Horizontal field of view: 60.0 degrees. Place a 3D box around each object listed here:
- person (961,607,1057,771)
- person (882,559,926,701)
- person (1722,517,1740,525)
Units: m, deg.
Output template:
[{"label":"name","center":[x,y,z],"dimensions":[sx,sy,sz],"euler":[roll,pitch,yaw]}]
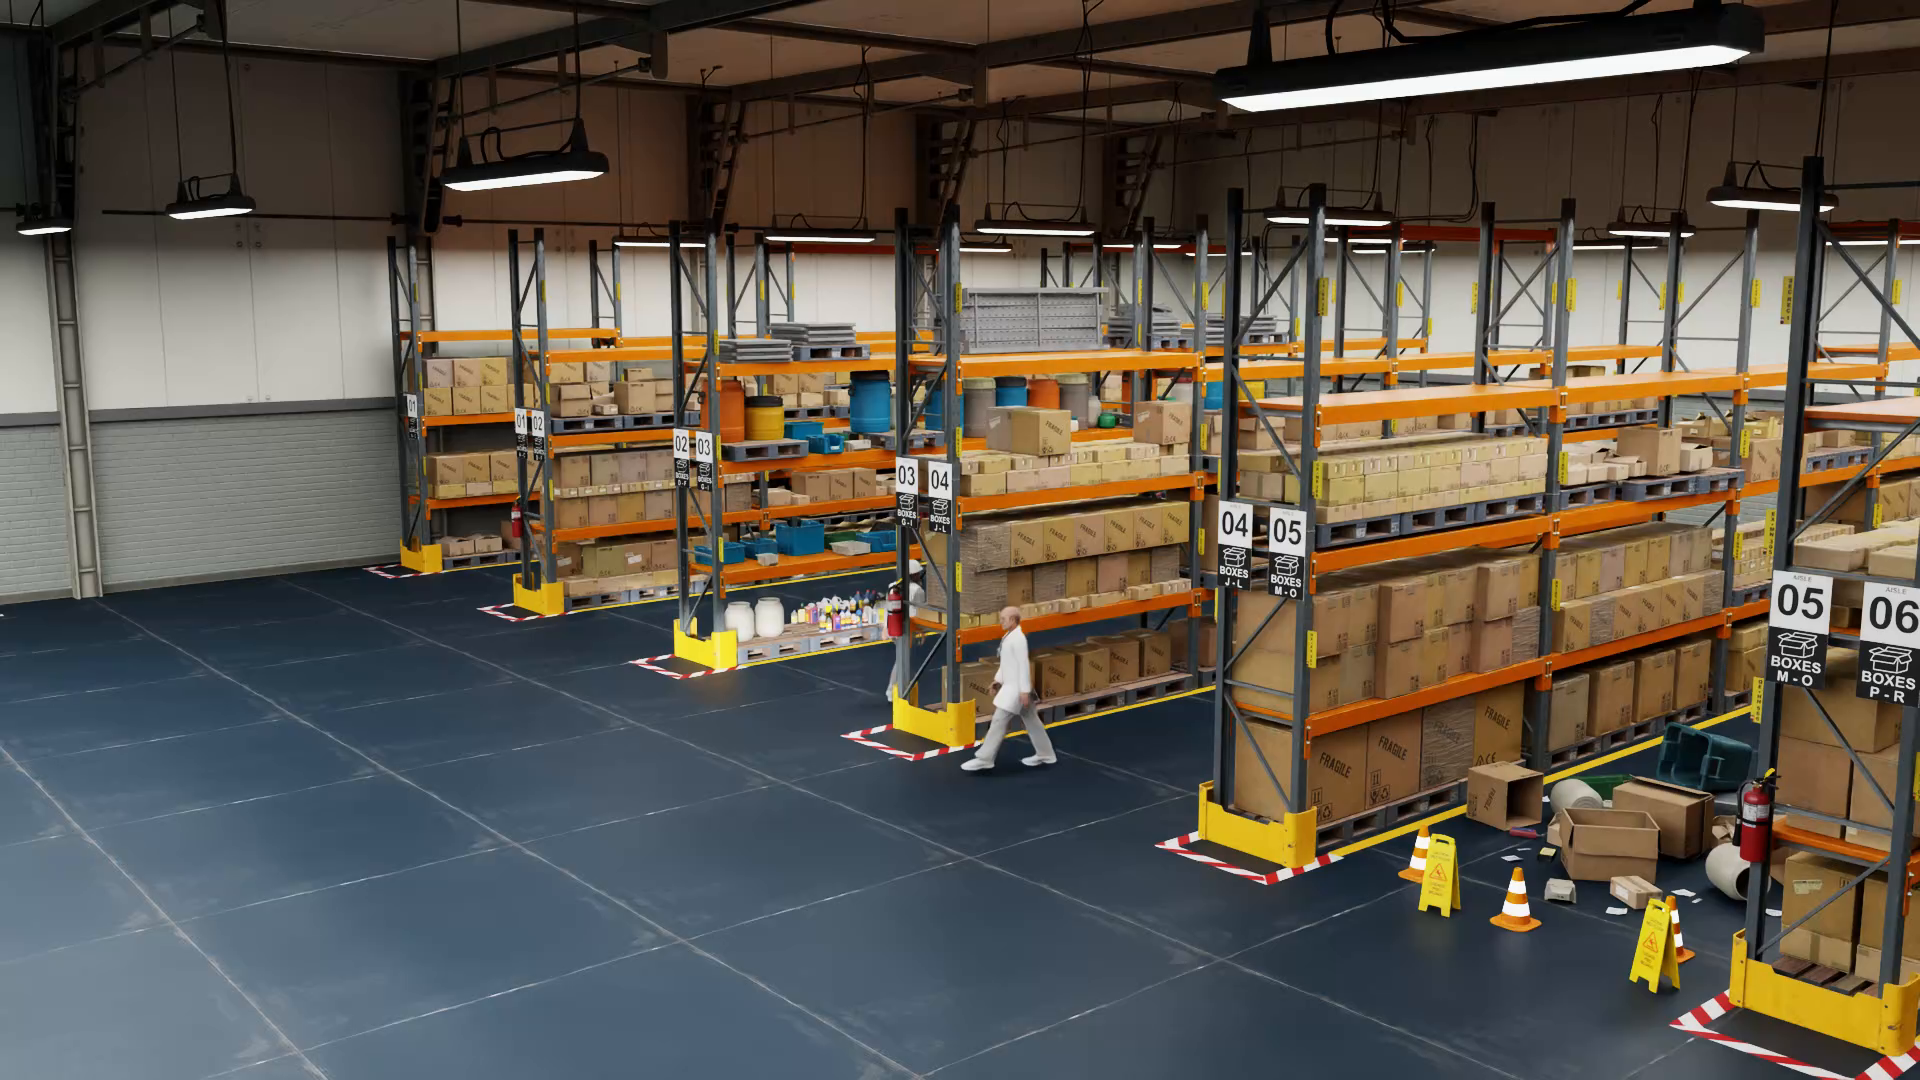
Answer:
[{"label":"person","center":[0.530,1.580,17.739],"dimensions":[1.025,1.714,0.609],"euler":[0,9,2]},{"label":"person","center":[-0.689,1.150,20.691],"dimensions":[0.574,1.820,0.535],"euler":[-8,12,-43]},{"label":"person","center":[11.392,0.528,24.643],"dimensions":[0.548,1.753,0.576],"euler":[-8,12,-42]}]
